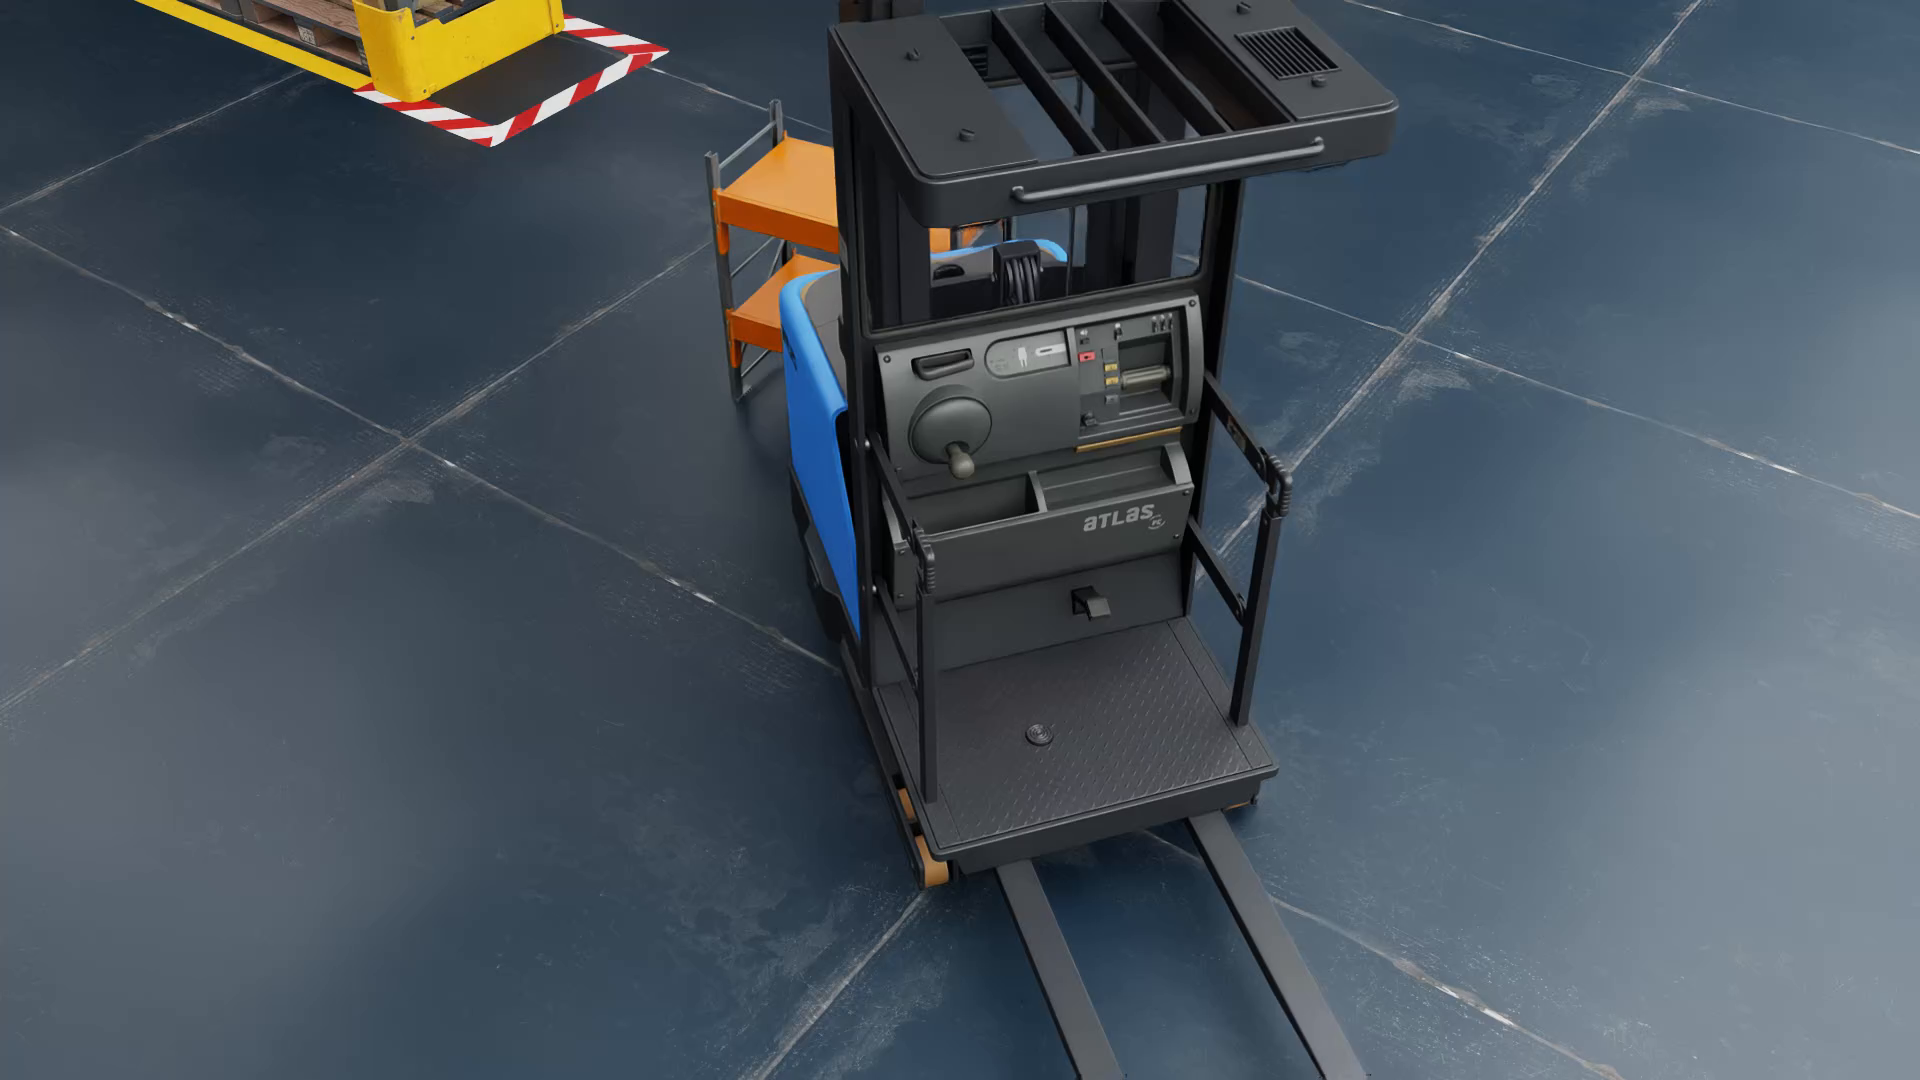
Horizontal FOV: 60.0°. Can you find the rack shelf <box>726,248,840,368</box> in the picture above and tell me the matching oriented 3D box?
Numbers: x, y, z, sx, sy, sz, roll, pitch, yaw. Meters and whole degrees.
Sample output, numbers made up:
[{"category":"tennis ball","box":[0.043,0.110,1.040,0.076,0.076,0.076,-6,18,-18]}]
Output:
[{"category":"rack shelf","box":[-0.367,-0.813,6.681,1.000,0.278,0.538,18,45,19]}]

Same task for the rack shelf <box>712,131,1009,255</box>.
[{"category":"rack shelf","box":[-0.367,-1.213,6.323,1.000,0.278,0.538,18,45,19]}]

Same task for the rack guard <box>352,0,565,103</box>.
[{"category":"rack guard","box":[-2.714,-2.881,9.095,0.348,0.500,1.175,25,48,25]}]

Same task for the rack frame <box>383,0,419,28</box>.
[{"category":"rack frame","box":[-2.652,-3.784,8.229,0.127,3.000,1.000,25,48,25]}]

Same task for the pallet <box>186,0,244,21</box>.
[{"category":"pallet","box":[-4.354,-3.571,10.083,1.213,0.211,1.003,25,48,25]}]

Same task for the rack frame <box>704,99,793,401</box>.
[{"category":"rack frame","box":[-0.822,-1.146,6.687,0.032,1.125,0.500,18,45,19]}]

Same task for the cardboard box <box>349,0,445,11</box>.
[{"category":"cardboard box","box":[-3.154,-3.257,9.200,0.500,0.500,0.500,-33,51,-31]}]

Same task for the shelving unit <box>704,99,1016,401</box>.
[{"category":"shelving unit","box":[-0.367,-0.995,6.518,1.048,1.125,0.538,18,45,19]}]

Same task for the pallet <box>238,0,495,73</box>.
[{"category":"pallet","box":[-3.359,-3.104,9.560,1.213,0.211,1.003,25,48,25]}]

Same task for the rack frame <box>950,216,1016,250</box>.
[{"category":"rack frame","box":[0.088,-0.844,6.349,0.032,1.125,0.500,18,45,19]}]

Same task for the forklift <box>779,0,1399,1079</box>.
[{"category":"forklift","box":[0.300,-0.342,4.434,1.130,2.935,3.031,-12,43,-13]}]
